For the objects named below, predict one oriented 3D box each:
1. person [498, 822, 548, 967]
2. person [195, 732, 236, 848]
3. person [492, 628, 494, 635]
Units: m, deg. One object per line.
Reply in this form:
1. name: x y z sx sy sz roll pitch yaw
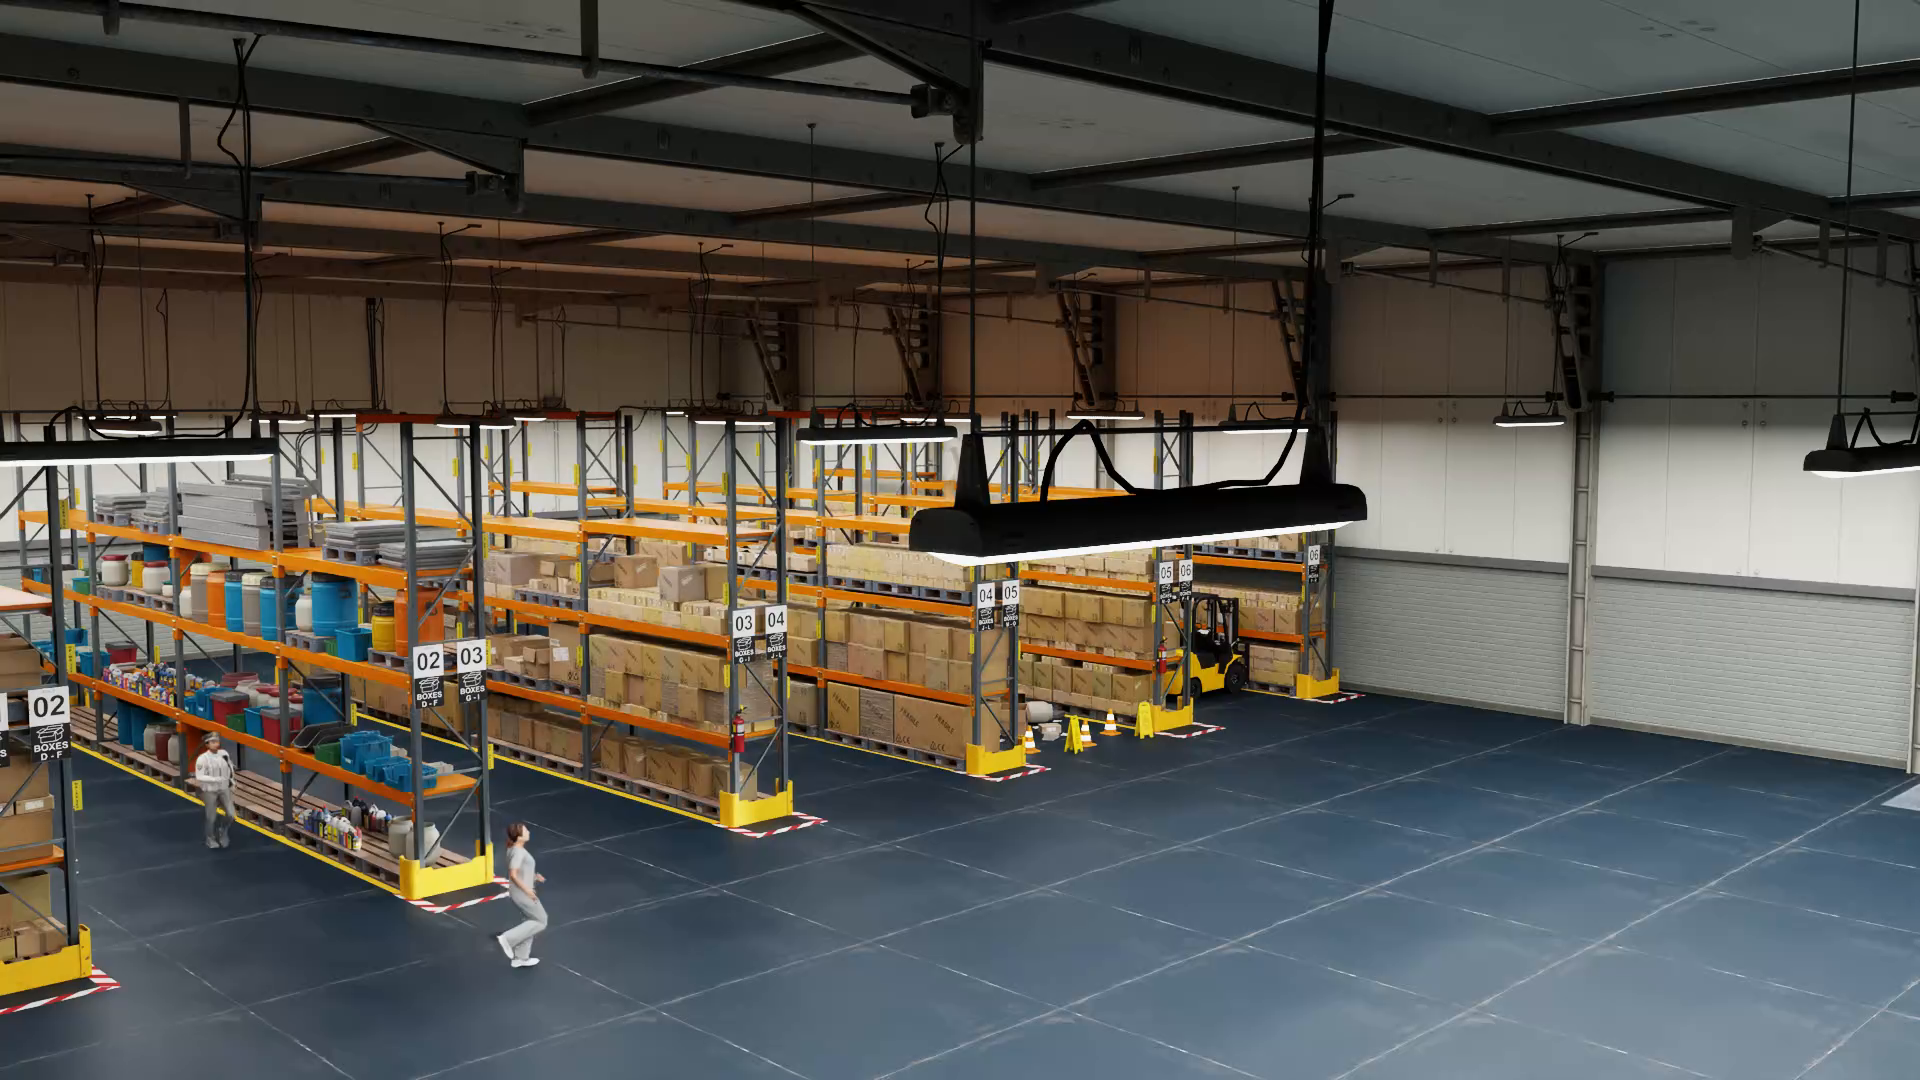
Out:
1. person: -4.859 3.926 18.420 0.566 1.623 0.564 -2 6 -26
2. person: -10.308 3.480 23.103 0.587 1.655 0.632 -5 7 -45
3. person: -10.660 2.306 36.948 0.622 1.686 0.707 -3 6 -31
